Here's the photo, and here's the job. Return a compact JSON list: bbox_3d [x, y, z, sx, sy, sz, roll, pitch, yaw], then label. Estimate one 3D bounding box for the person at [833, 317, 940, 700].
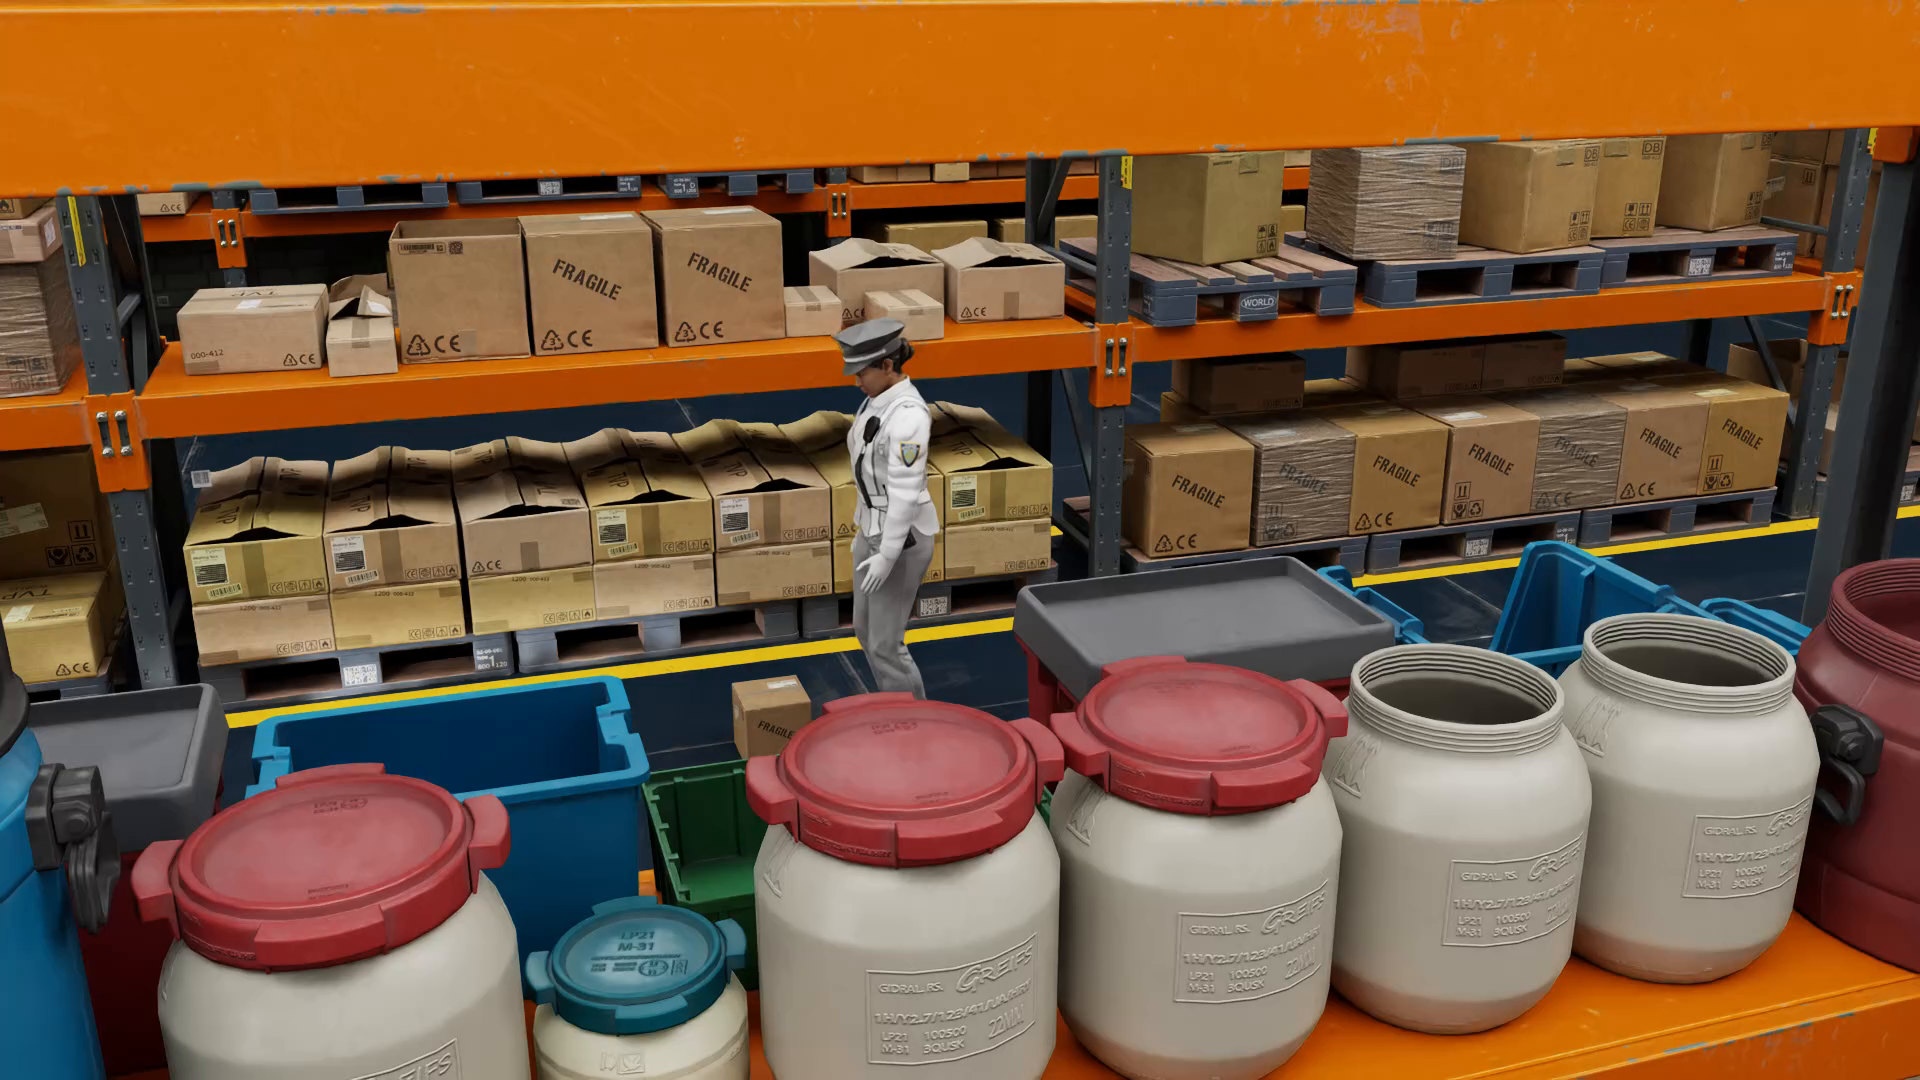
[{"bbox_3d":[-0.260,0.015,6.059,0.366,1.657,0.482,-6,20,-16],"label":"person"}]
